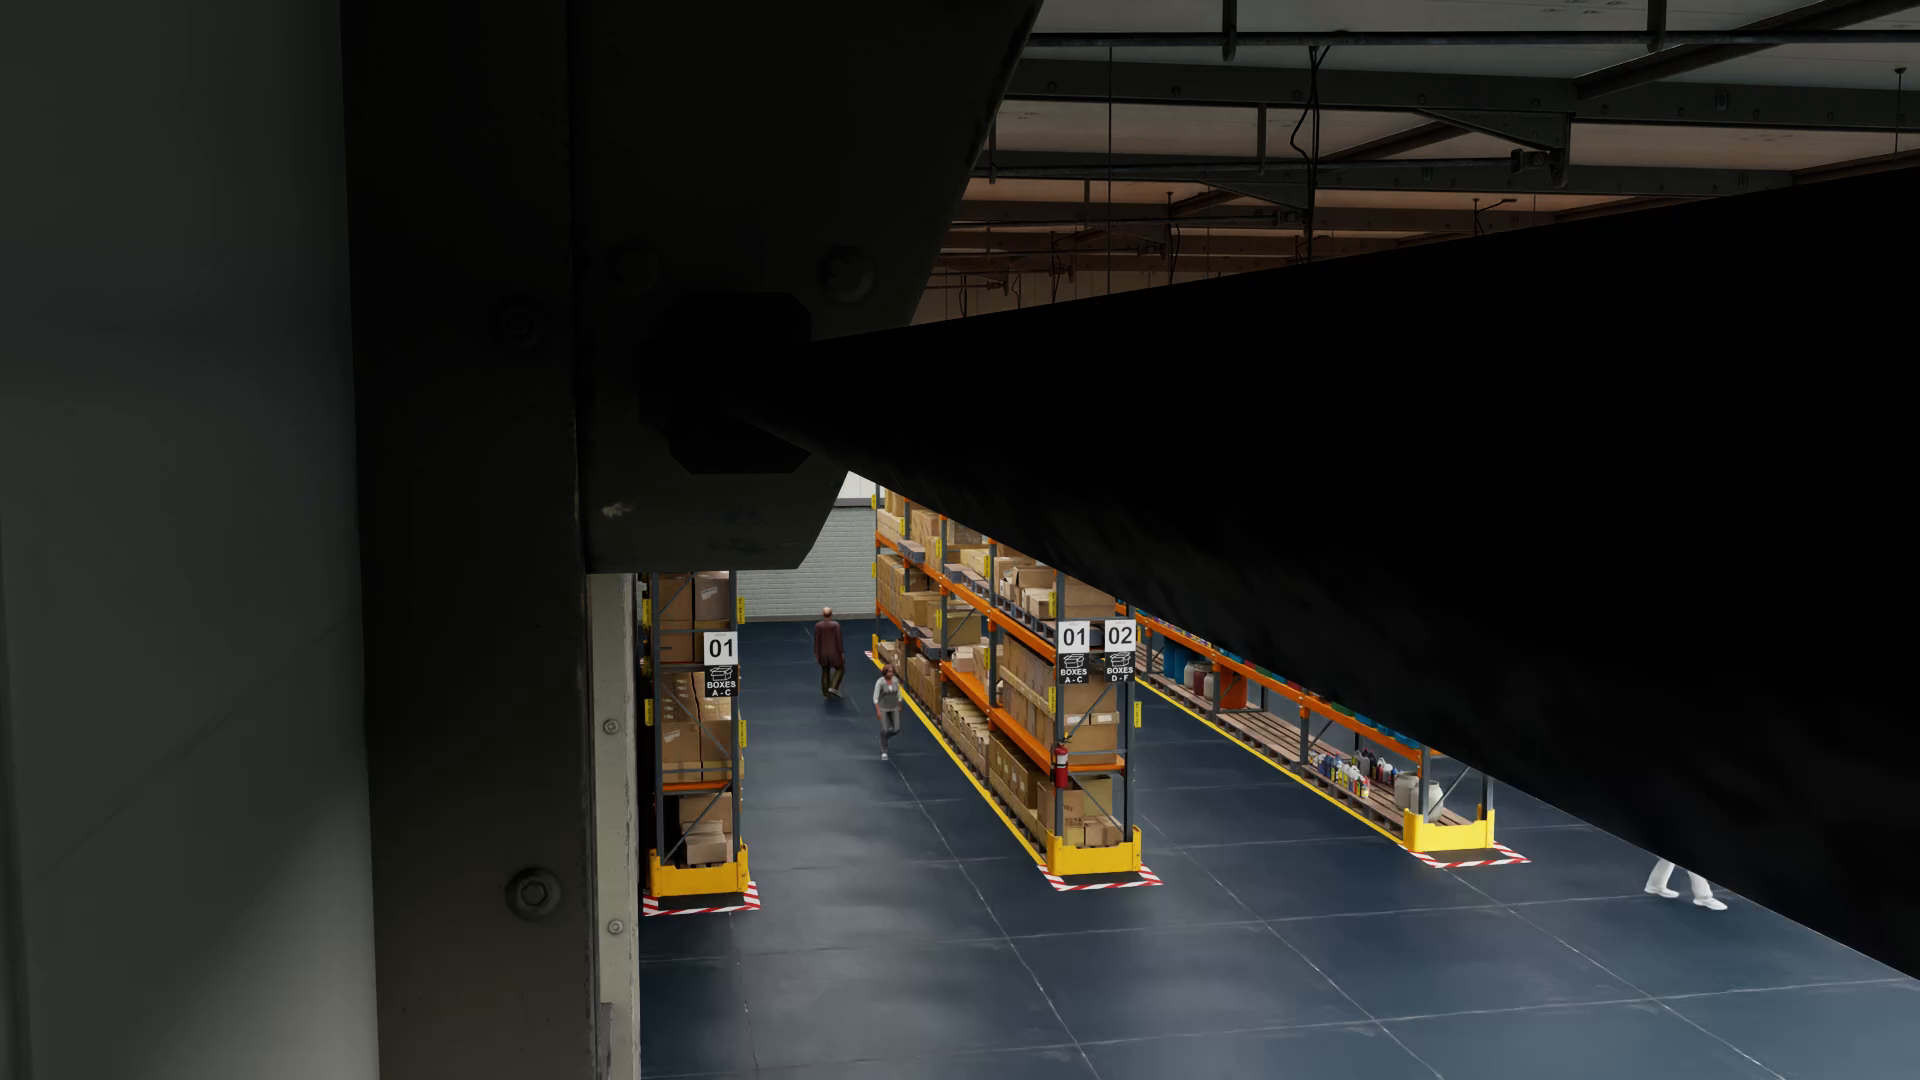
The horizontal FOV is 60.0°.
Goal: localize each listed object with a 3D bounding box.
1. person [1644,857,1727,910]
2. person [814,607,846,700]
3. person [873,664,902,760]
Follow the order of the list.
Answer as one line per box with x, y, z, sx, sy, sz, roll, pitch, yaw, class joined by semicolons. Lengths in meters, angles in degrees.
8.642;3.415;19.732;0.901;1.754;0.591;3;6;23;person
-2.513;2.178;31.872;0.626;1.779;0.563;2;6;17;person
-1.199;2.777;27.137;0.503;1.581;0.487;-2;6;-21;person
